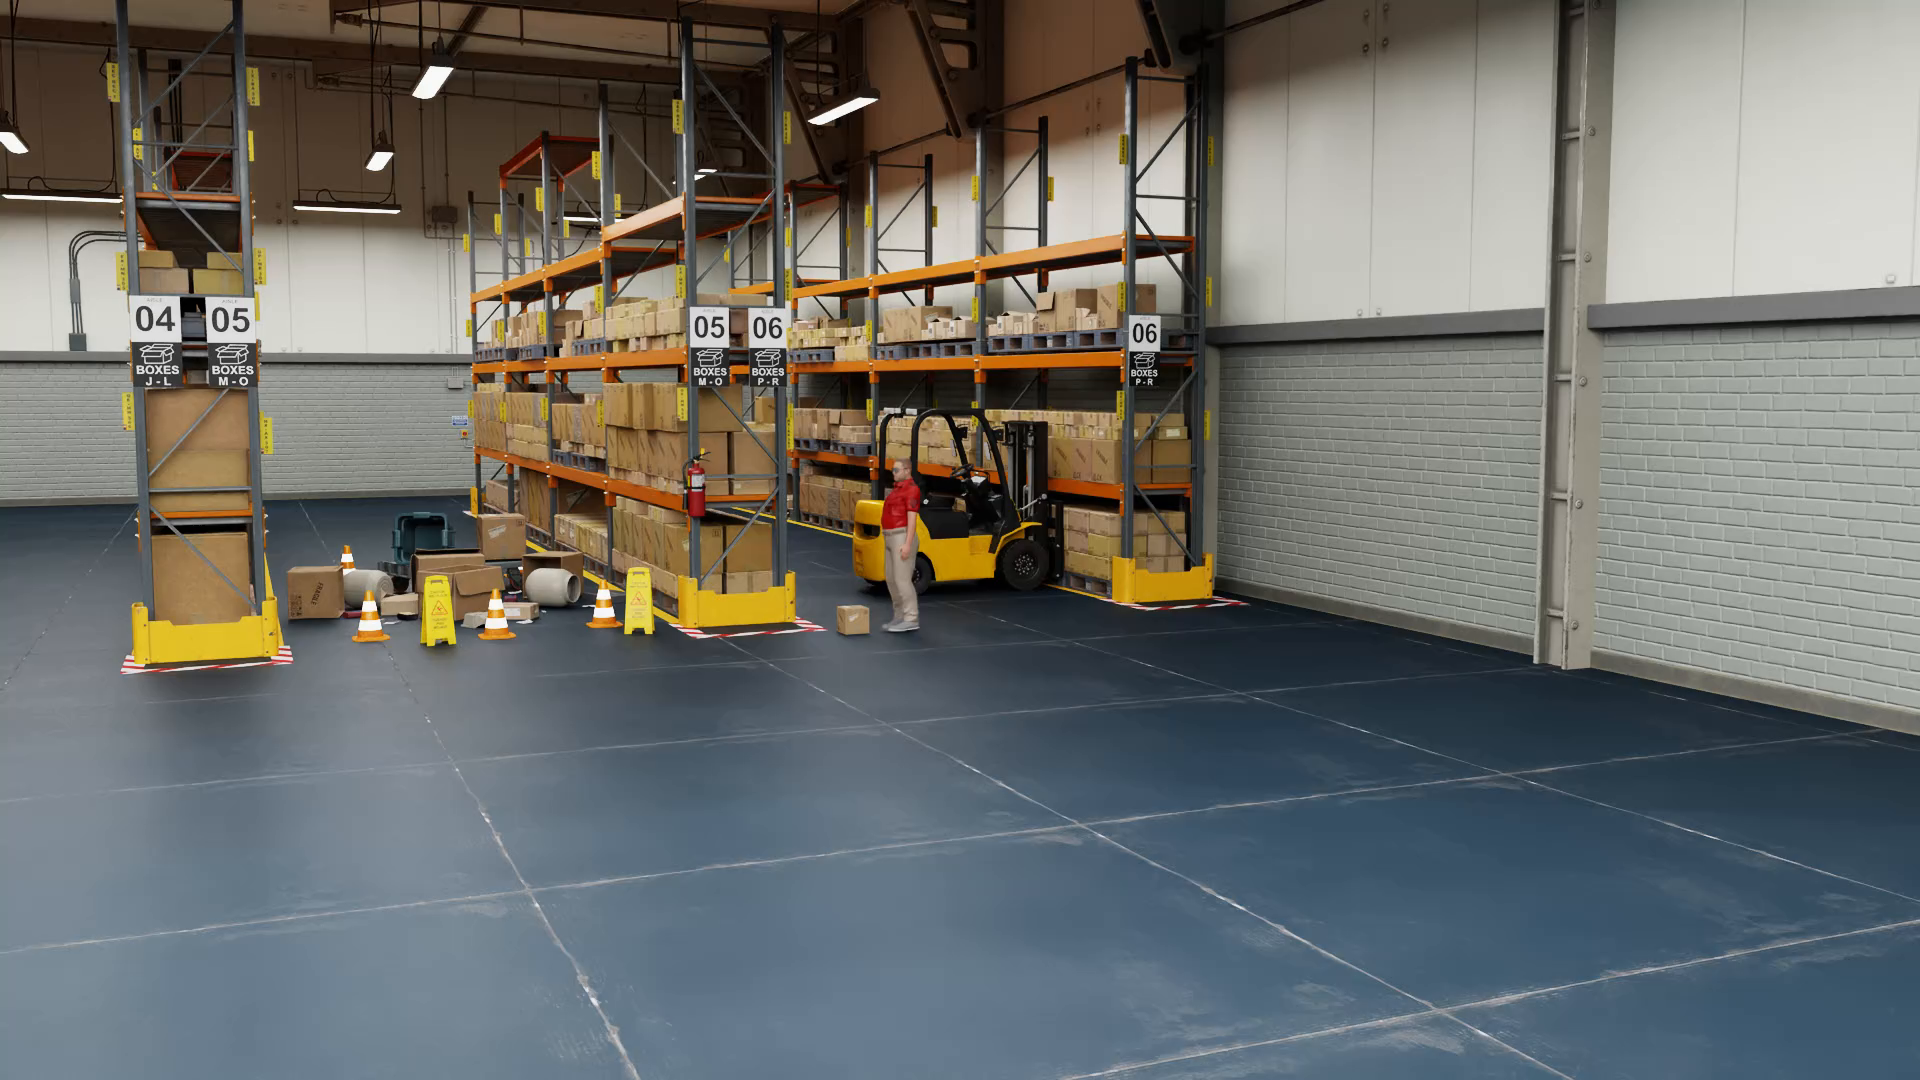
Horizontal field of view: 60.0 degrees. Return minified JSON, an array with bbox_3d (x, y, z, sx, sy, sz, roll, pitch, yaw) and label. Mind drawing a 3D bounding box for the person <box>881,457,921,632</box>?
[{"bbox_3d":[-0.597,0.048,16.481,0.360,1.740,0.528,-2,6,-22],"label":"person"}]
